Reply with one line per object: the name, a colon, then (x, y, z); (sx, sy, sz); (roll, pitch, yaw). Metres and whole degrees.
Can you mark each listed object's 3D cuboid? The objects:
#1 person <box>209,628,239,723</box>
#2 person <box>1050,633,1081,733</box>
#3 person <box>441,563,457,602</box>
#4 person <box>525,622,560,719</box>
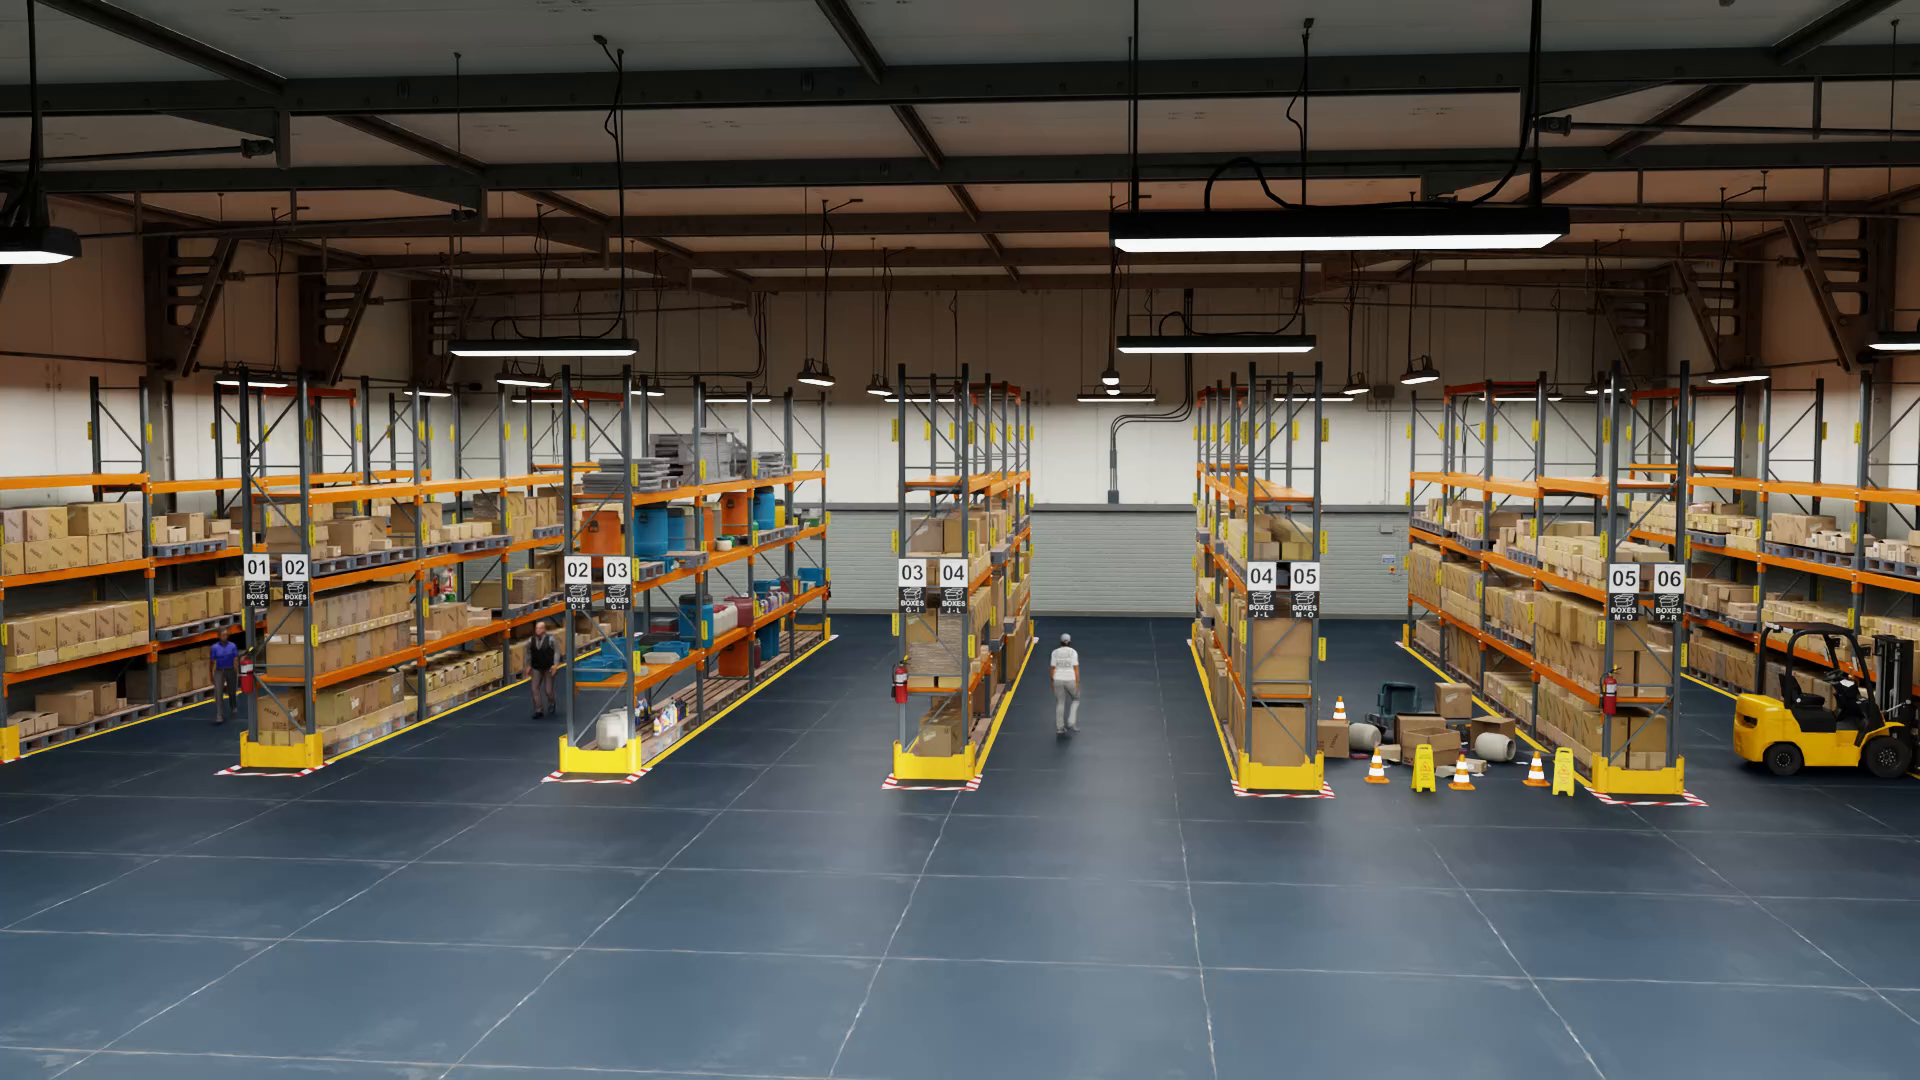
person: (-12.787, 2.307, 28.945); (0.528, 1.557, 1.065); (-1, 4, -20)
person: (1.751, 2.396, 27.778); (0.512, 1.672, 0.513); (1, 4, 18)
person: (-13.105, 1.385, 42.470); (0.832, 1.772, 0.513); (0, 4, 1)
person: (-7.349, 2.278, 29.362); (0.633, 1.708, 0.601); (0, 4, 7)
